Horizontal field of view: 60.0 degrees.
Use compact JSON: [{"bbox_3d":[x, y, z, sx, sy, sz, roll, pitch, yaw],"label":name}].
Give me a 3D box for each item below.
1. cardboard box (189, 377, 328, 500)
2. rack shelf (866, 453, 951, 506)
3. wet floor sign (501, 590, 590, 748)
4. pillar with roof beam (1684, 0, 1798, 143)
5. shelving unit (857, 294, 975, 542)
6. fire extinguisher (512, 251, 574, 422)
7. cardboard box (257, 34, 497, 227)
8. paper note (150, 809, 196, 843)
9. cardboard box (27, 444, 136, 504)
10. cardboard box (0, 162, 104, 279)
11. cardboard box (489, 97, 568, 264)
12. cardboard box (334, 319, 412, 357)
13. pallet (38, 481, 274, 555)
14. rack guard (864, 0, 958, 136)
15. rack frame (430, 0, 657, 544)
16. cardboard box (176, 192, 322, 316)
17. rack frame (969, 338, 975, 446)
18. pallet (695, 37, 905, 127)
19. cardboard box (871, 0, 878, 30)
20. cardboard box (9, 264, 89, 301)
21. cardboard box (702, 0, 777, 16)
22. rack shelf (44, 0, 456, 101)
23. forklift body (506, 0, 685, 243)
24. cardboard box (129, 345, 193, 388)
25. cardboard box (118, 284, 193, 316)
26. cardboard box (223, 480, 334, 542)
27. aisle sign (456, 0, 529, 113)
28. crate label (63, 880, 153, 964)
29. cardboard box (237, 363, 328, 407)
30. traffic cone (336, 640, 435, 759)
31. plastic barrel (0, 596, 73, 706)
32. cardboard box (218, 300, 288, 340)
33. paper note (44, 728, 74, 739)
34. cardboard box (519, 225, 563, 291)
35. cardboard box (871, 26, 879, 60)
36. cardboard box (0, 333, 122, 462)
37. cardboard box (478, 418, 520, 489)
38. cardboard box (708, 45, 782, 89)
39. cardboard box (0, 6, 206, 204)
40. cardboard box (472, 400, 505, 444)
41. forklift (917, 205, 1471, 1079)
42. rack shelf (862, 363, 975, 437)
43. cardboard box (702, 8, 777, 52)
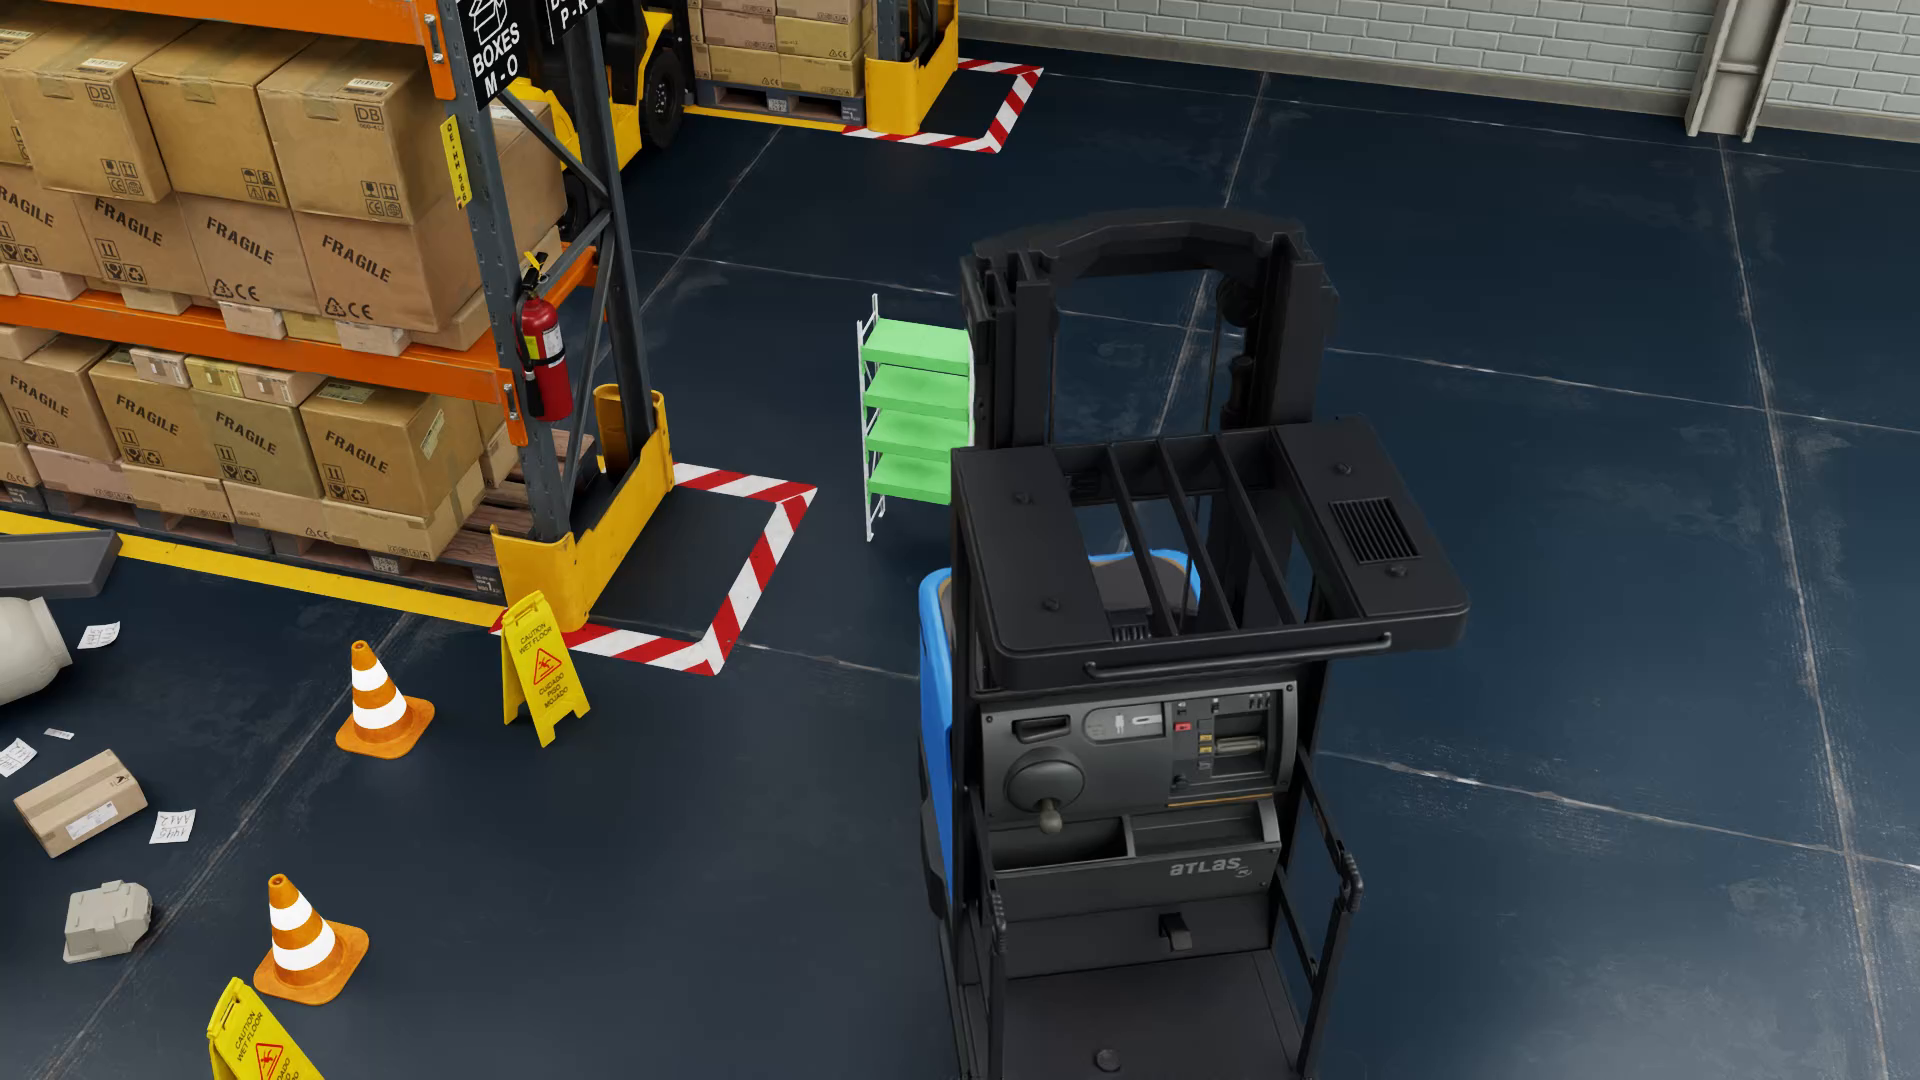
[{"bbox_3d":[-2.965,-0.562,7.339,0.500,0.500,0.500,11,41,13],"label":"cardboard box"},{"bbox_3d":[-0.160,-0.254,7.617,0.480,0.148,0.258,10,41,11],"label":"rack shelf"},{"bbox_3d":[-1.712,0.487,6.693,0.232,0.644,0.267,24,46,26],"label":"wet floor sign"},{"bbox_3d":[3.905,-3.496,4.940,0.400,9.000,9.100,10,41,11],"label":"pillar with roof beam"},{"bbox_3d":[-0.160,-0.487,7.421,0.503,1.200,0.258,10,41,11],"label":"shelving unit"},{"bbox_3d":[-1.627,-0.776,6.426,0.183,0.674,0.296,10,41,11],"label":"fire extinguisher"},{"bbox_3d":[-2.168,-1.595,6.255,0.500,0.500,0.700,9,41,10],"label":"cardboard box"},{"bbox_3d":[-3.046,1.106,6.434,0.142,0.019,0.148,-3,40,-4],"label":"paper note"},{"bbox_3d":[-3.951,-0.450,7.789,0.500,0.250,0.500,9,41,11],"label":"cardboard box"},{"bbox_3d":[-3.664,-1.450,6.859,0.500,0.500,0.500,10,41,12],"label":"cardboard box"},{"bbox_3d":[-2.004,-1.514,6.936,0.500,0.500,0.500,9,41,11],"label":"cardboard box"},{"bbox_3d":[-2.308,-0.917,6.730,0.250,0.149,0.380,9,41,11],"label":"cardboard box"},{"bbox_3d":[-3.642,-0.417,8.107,1.213,0.211,1.003,10,41,11],"label":"pallet"},{"bbox_3d":[-0.316,-3.234,11.237,0.348,0.500,1.175,10,41,11],"label":"rack guard"},{"bbox_3d":[-1.618,-1.111,6.765,0.127,3.000,1.000,10,41,11],"label":"rack frame"},{"bbox_3d":[-2.697,-1.268,6.643,0.500,0.500,0.500,10,41,12],"label":"cardboard box"},{"bbox_3d":[0.076,-0.446,7.373,0.015,1.200,0.240,10,41,11],"label":"rack frame"},{"bbox_3d":[-1.089,-3.229,11.455,1.213,0.211,1.003,10,41,11],"label":"pallet"},{"bbox_3d":[-0.740,-3.702,11.273,0.500,0.250,0.500,10,41,12],"label":"cardboard box"},{"bbox_3d":[-3.777,-1.185,7.048,0.250,0.149,0.380,10,41,11],"label":"cardboard box"},{"bbox_3d":[-1.359,-3.650,10.822,0.500,0.250,0.500,10,41,12],"label":"cardboard box"},{"bbox_3d":[-3.551,-2.316,6.427,4.000,0.370,1.077,10,41,11],"label":"rack shelf"},{"bbox_3d":[-2.642,-3.052,9.736,1.214,2.155,2.313,10,41,11],"label":"forklift body"},{"bbox_3d":[-3.328,-0.833,7.159,0.250,0.149,0.380,11,41,13],"label":"cardboard box"},{"bbox_3d":[-3.289,-1.113,6.963,0.250,0.149,0.380,9,41,11],"label":"cardboard box"},{"bbox_3d":[-2.967,-0.277,7.583,0.500,0.250,0.500,10,41,12],"label":"cardboard box"},{"bbox_3d":[-1.634,-1.916,5.702,0.004,0.787,0.394,10,41,11],"label":"aisle sign"},{"bbox_3d":[-3.101,1.369,6.038,0.298,0.136,0.250,-10,41,-11],"label":"crate label"},{"bbox_3d":[-2.832,-0.745,7.053,0.250,0.149,0.380,11,41,13],"label":"cardboard box"},{"bbox_3d":[-2.367,0.591,6.712,0.334,0.463,0.336,10,41,11],"label":"traffic cone"},{"bbox_3d":[-4.005,0.473,6.882,0.512,0.421,0.421,-24,46,-26],"label":"plastic barrel"},{"bbox_3d":[-2.807,-0.997,6.825,0.250,0.149,0.380,10,41,12],"label":"cardboard box"},{"bbox_3d":[-3.695,0.795,6.820,0.123,0.001,0.032,10,41,11],"label":"paper note"},{"bbox_3d":[-1.893,-1.200,7.066,0.250,0.149,0.380,10,41,12],"label":"cardboard box"},{"bbox_3d":[-0.763,-3.506,11.429,0.500,0.250,0.500,10,41,12],"label":"cardboard box"},{"bbox_3d":[-3.962,-0.736,7.547,0.500,0.500,0.500,12,41,14],"label":"cardboard box"},{"bbox_3d":[-2.326,-0.525,7.878,0.500,0.250,0.500,9,41,11],"label":"cardboard box"},{"bbox_3d":[-1.353,-3.273,11.151,0.500,0.250,0.500,10,41,11],"label":"cardboard box"},{"bbox_3d":[-3.175,-1.705,6.386,0.500,0.500,0.700,9,41,11],"label":"cardboard box"},{"bbox_3d":[-2.349,-0.815,7.641,0.500,0.500,0.500,8,41,10],"label":"cardboard box"},{"bbox_3d":[0.555,0.700,4.662,1.130,2.935,3.031,-5,40,-6],"label":"forklift"},{"bbox_3d":[-0.160,-0.622,7.308,0.480,0.148,0.258,10,41,11],"label":"rack shelf"},{"bbox_3d":[-1.372,-3.471,10.998,0.500,0.250,0.500,9,41,11],"label":"cardboard box"}]
